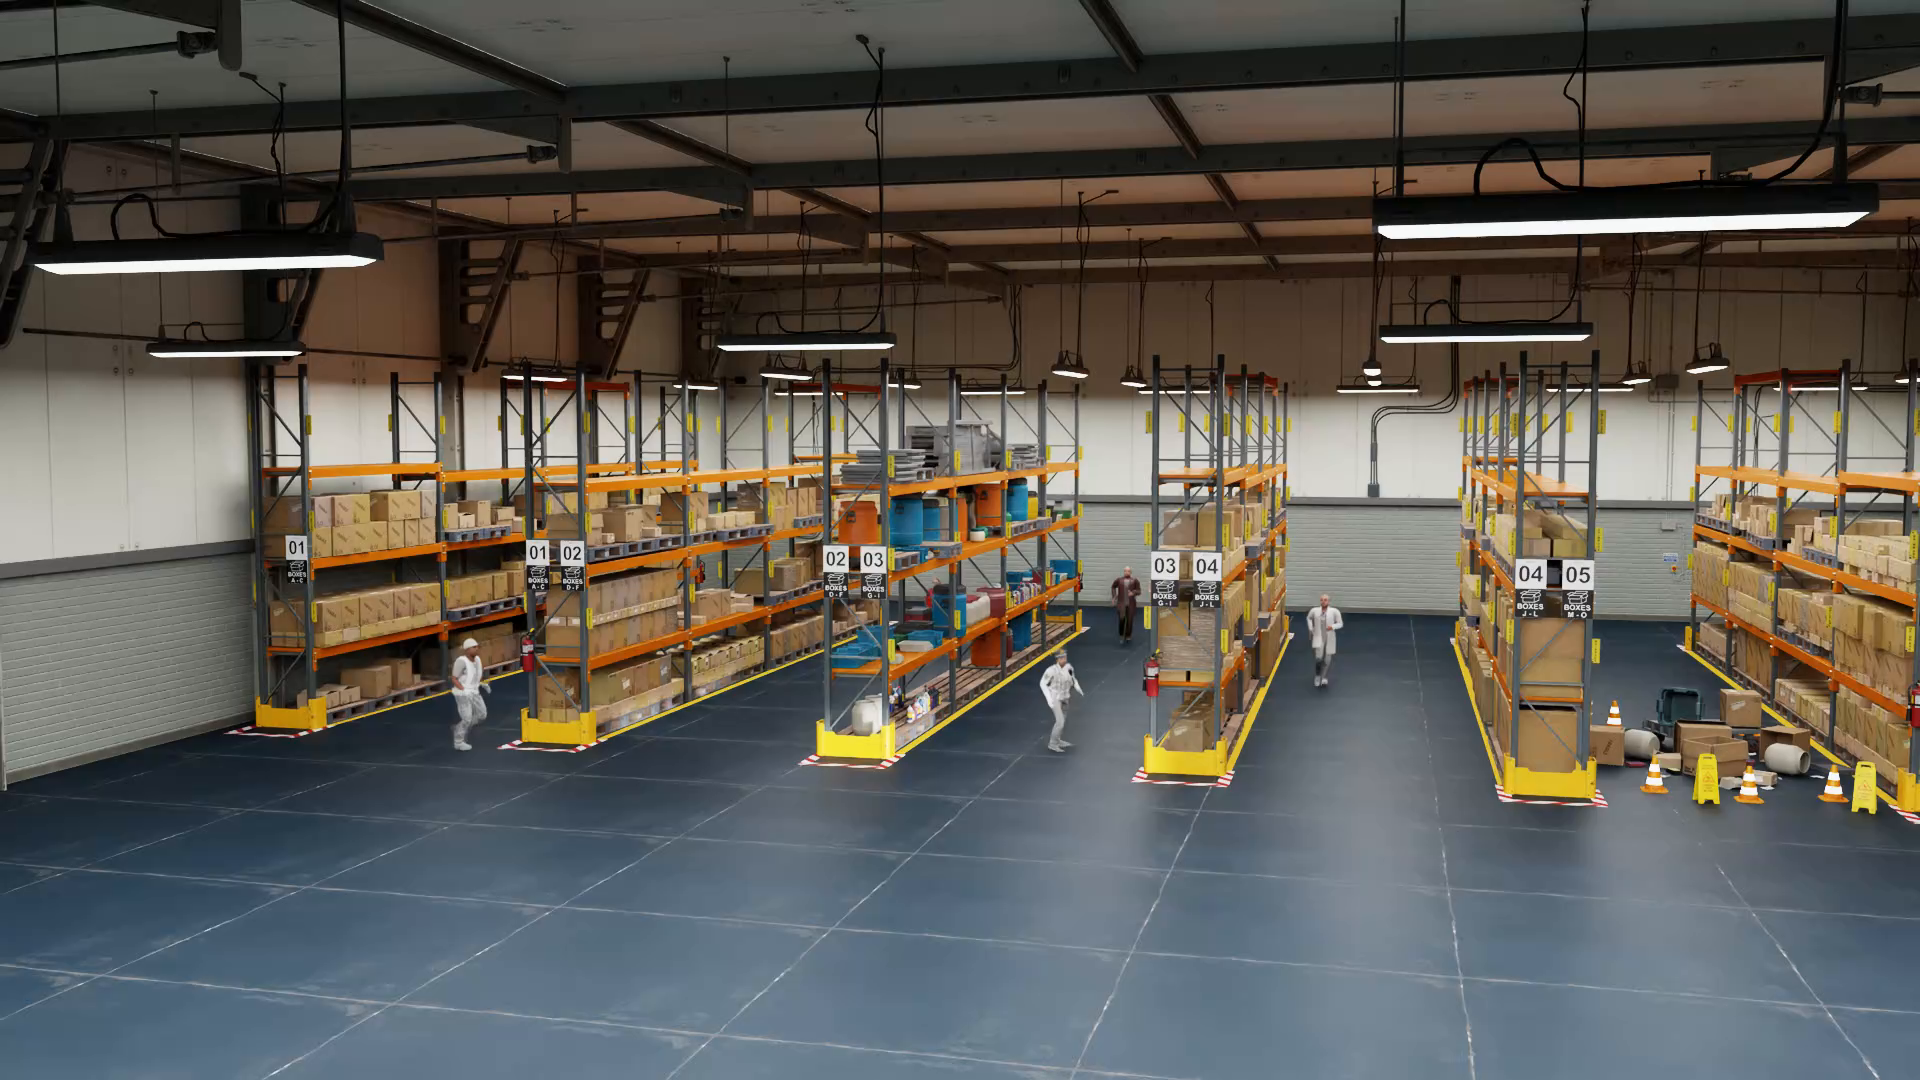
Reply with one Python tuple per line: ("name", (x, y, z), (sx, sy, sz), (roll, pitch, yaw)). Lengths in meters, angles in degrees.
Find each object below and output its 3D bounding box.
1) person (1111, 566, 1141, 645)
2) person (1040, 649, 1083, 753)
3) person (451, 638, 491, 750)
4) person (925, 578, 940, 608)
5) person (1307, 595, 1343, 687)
("person", (3.802, 1.499, 38.013), (0.677, 1.791, 0.766), (0, 4, 2))
("person", (1.560, 2.456, 25.600), (0.652, 1.620, 0.756), (-3, 5, -41))
("person", (-7.589, 2.374, 25.665), (0.564, 1.727, 0.653), (2, 4, 22))
("person", (-0.514, 1.694, 35.980), (0.590, 1.761, 0.829), (1, 4, 16))
("person", (6.967, 1.927, 31.776), (0.670, 1.770, 0.728), (1, 4, 12))
